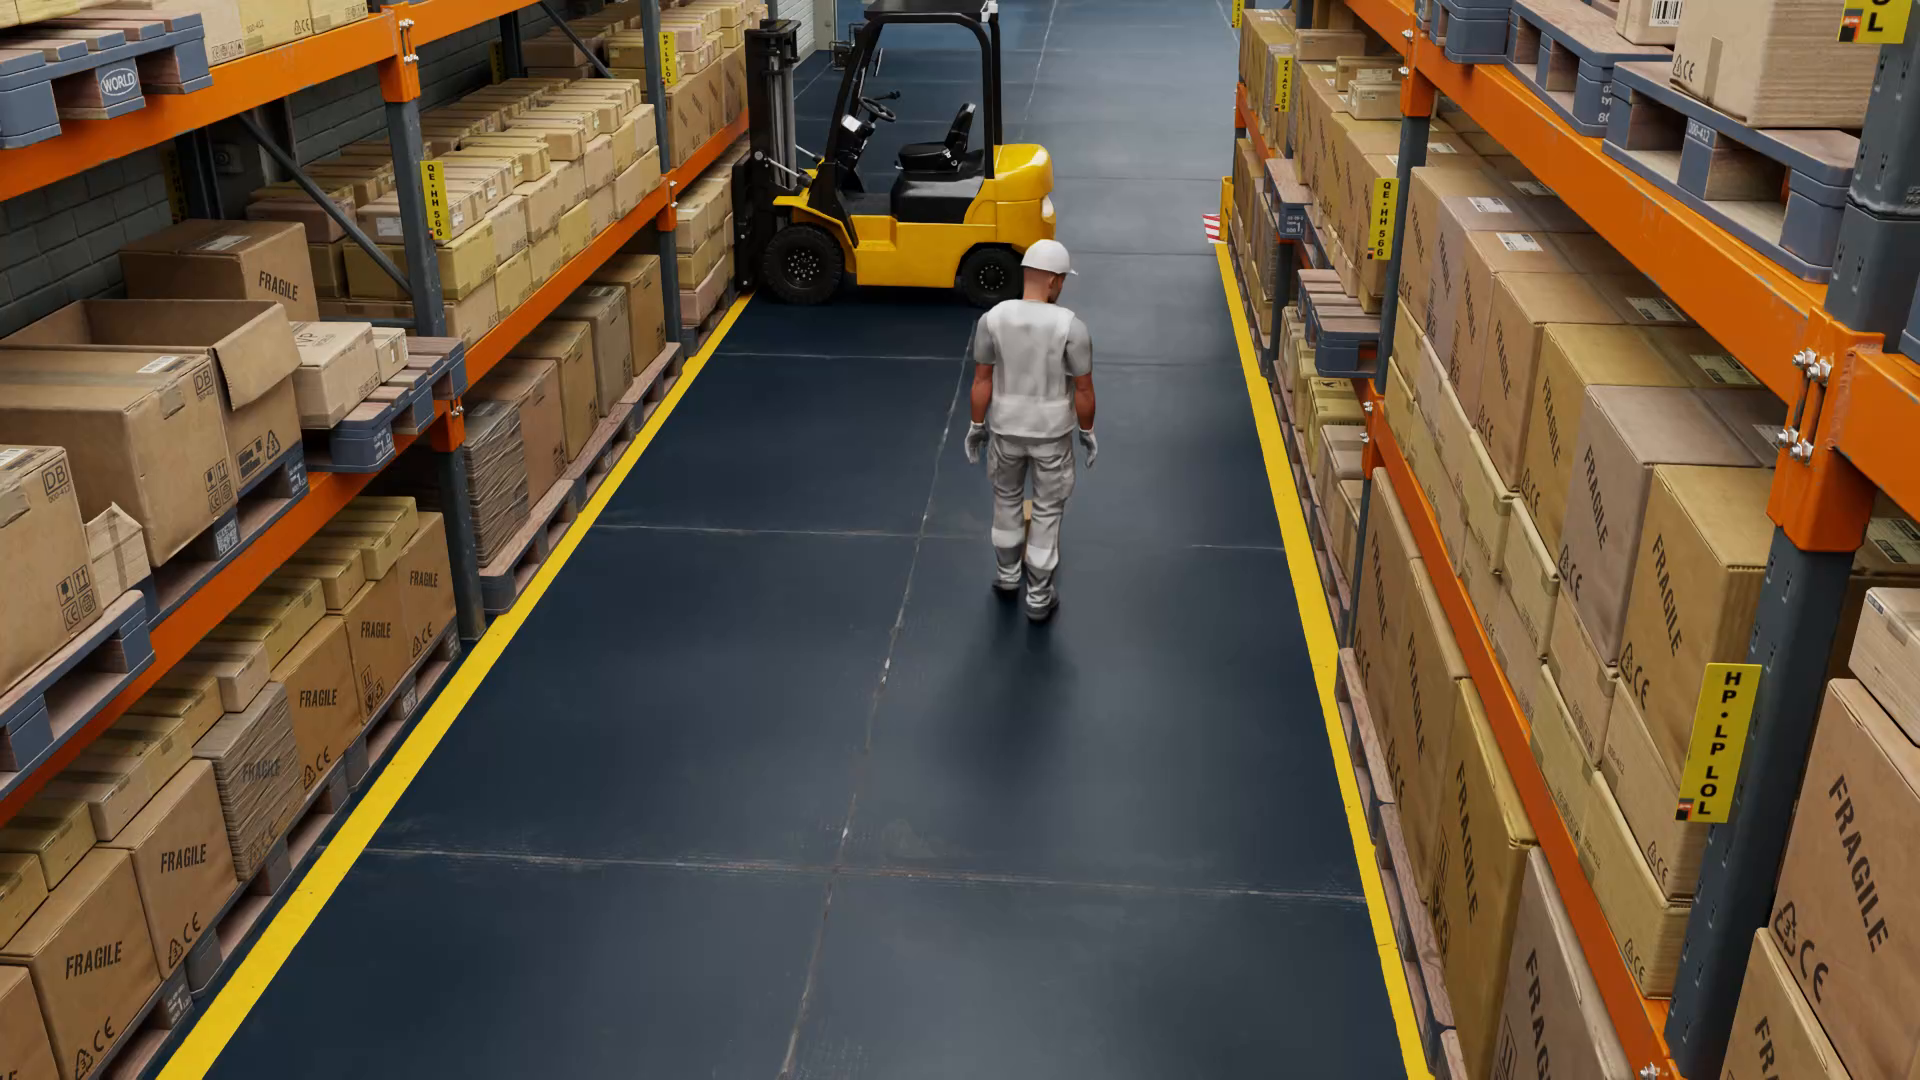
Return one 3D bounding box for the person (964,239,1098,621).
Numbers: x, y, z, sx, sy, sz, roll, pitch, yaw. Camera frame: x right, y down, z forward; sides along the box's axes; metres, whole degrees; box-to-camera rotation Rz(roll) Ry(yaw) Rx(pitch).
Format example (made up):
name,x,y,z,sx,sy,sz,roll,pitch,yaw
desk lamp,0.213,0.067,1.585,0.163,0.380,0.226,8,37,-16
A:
name,x,y,z,sx,sy,sz,roll,pitch,yaw
person,0.360,-0.504,7.694,0.597,1.822,0.507,7,25,15
